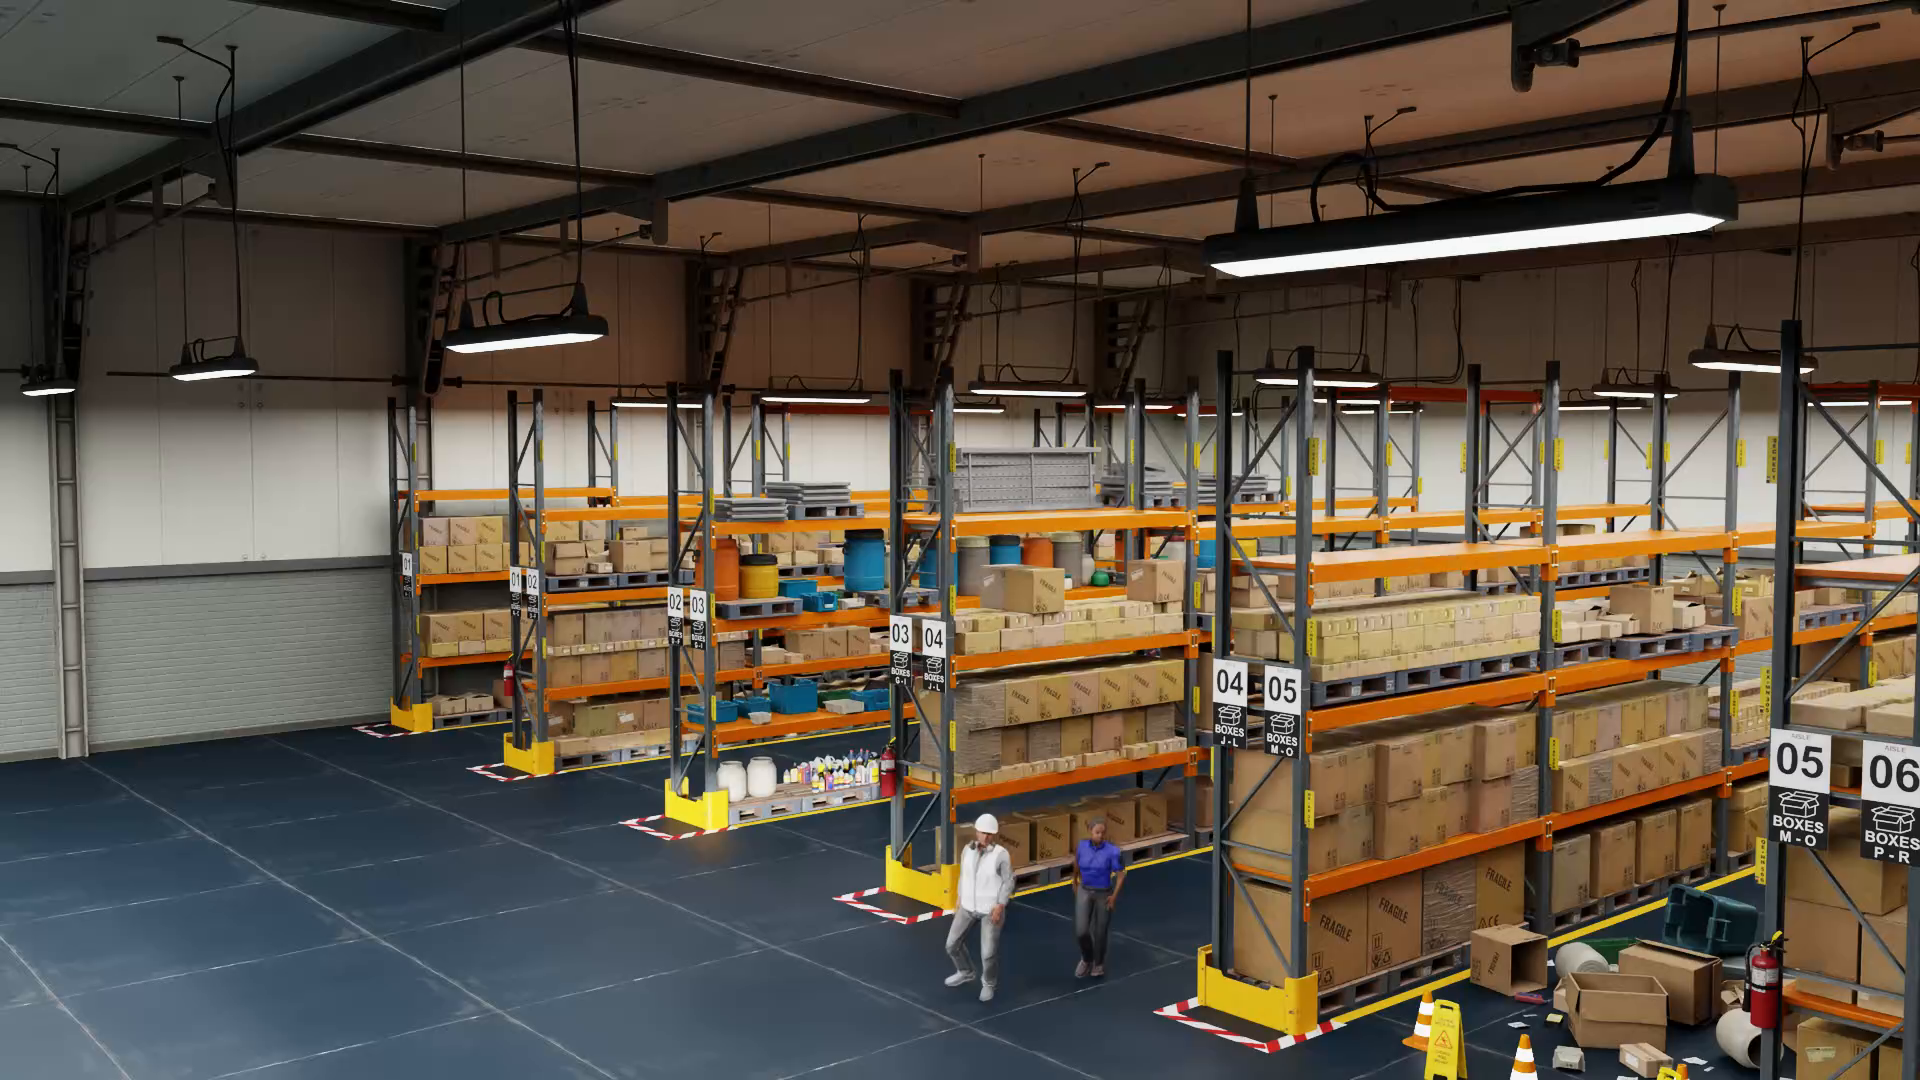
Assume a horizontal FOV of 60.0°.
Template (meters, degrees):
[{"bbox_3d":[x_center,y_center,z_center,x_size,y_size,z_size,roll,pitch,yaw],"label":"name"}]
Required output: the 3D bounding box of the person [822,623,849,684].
[{"bbox_3d":[-2.564,2.377,34.282,0.603,1.584,0.799,1,4,18],"label":"person"}]

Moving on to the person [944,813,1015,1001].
[{"bbox_3d":[0.143,3.405,15.396,0.771,1.755,0.590,2,4,25],"label":"person"}]

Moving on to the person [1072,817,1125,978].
[{"bbox_3d":[1.308,3.423,15.869,0.554,1.603,0.783,1,3,11],"label":"person"}]
